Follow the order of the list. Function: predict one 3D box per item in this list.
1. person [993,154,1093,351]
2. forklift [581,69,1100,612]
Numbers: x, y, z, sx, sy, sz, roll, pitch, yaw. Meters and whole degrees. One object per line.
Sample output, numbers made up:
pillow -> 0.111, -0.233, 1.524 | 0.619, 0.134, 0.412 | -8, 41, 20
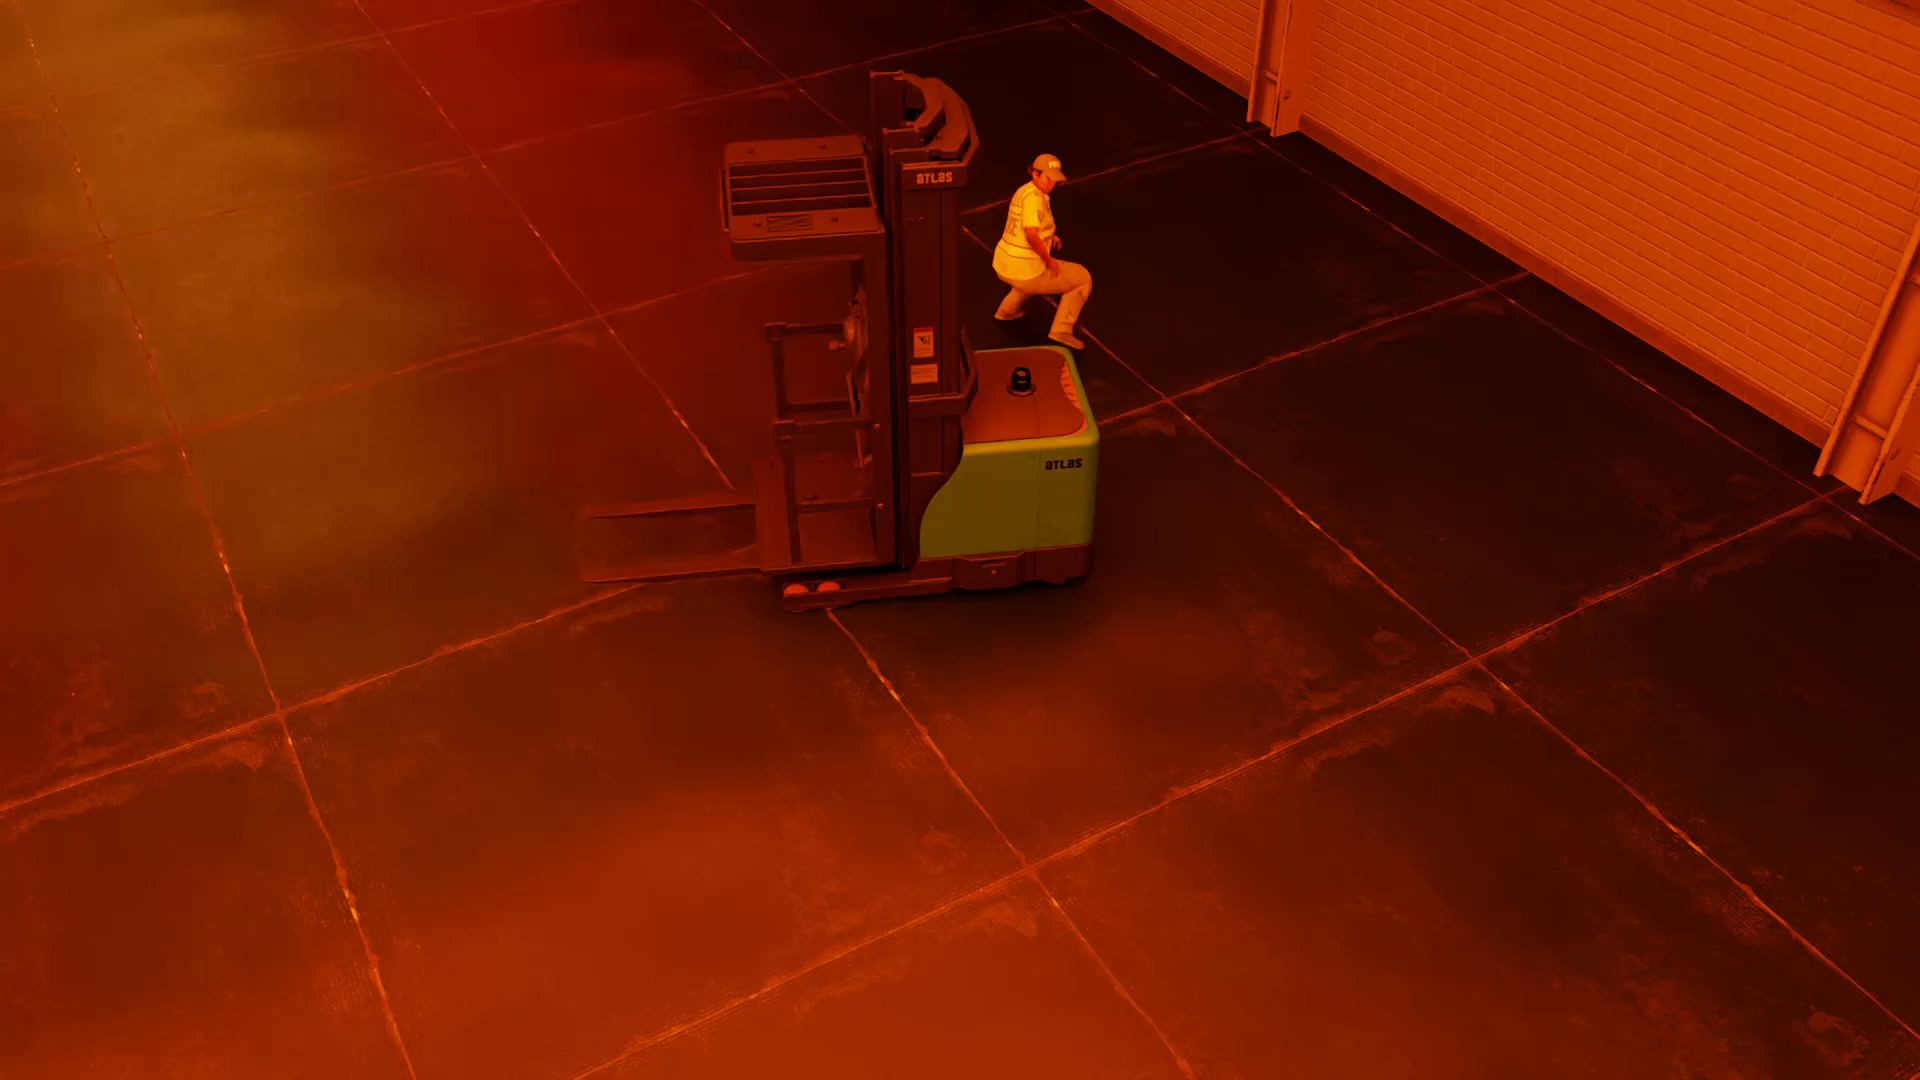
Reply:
person -> 0.545, -1.994, 11.671 | 0.663, 1.454, 0.825 | -14, 42, -16
forklift -> -0.753, -1.062, 9.316 | 3.031, 2.935, 1.130 | -5, 40, -6
